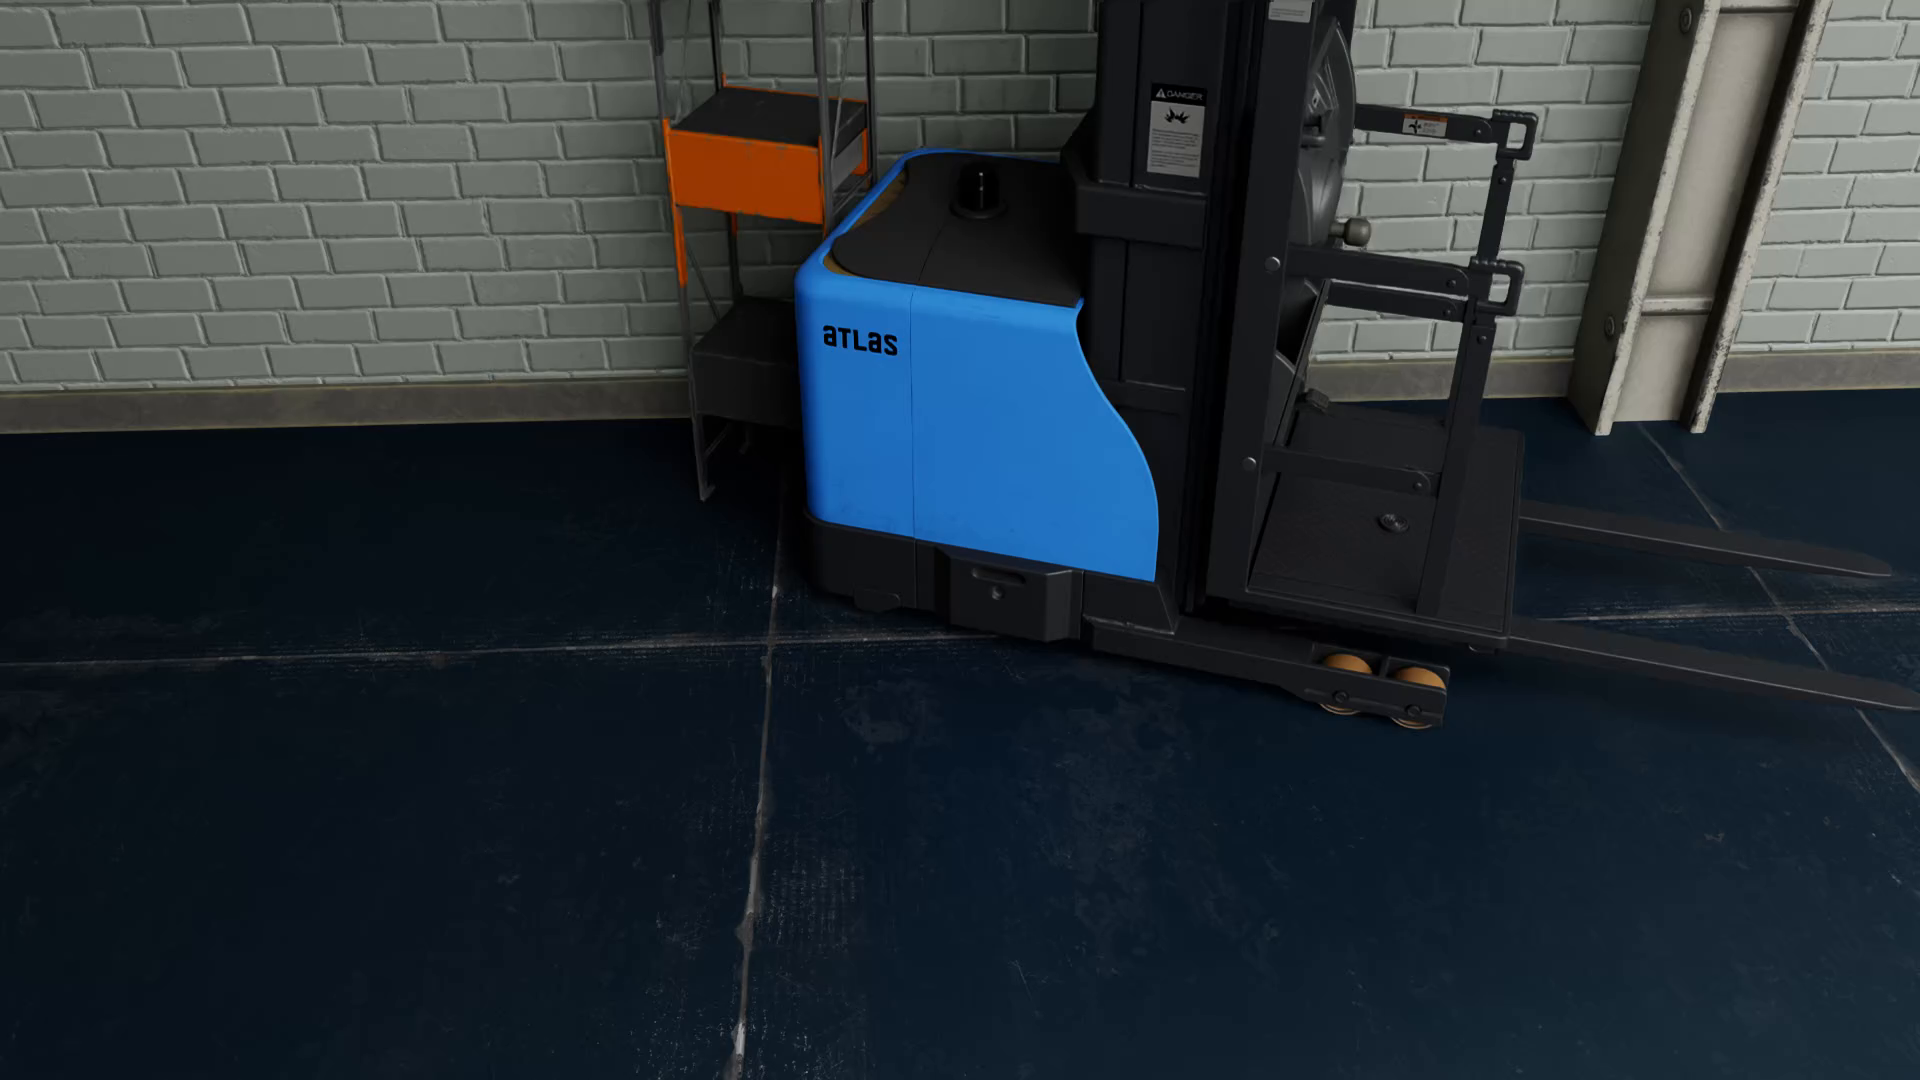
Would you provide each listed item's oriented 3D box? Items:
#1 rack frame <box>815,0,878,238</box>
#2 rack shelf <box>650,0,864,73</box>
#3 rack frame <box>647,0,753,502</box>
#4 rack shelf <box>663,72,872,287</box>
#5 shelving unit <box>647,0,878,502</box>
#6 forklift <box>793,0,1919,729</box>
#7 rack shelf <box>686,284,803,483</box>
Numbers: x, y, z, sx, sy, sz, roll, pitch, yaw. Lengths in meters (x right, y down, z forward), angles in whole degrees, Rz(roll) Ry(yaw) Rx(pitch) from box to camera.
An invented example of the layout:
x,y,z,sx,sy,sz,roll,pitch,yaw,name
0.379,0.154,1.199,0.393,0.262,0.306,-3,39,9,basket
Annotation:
x,y,z,sx,sy,sz,roll,pitch,yaw,name
-0.316,-1.012,4.868,0.015,2.100,0.400,10,36,14,rack frame
-0.549,-1.619,4.538,0.480,0.518,0.431,10,36,14,rack shelf
-0.781,-1.097,4.989,0.015,2.100,0.400,10,36,14,rack frame
-0.549,-1.043,4.936,0.480,0.518,0.431,10,36,14,rack shelf
-0.549,-1.054,4.929,0.503,2.100,0.431,10,36,14,shelving unit
1.116,-1.033,4.167,3.031,2.935,1.130,10,36,14,forklift
-0.549,-0.468,5.335,0.480,0.518,0.431,10,36,14,rack shelf
